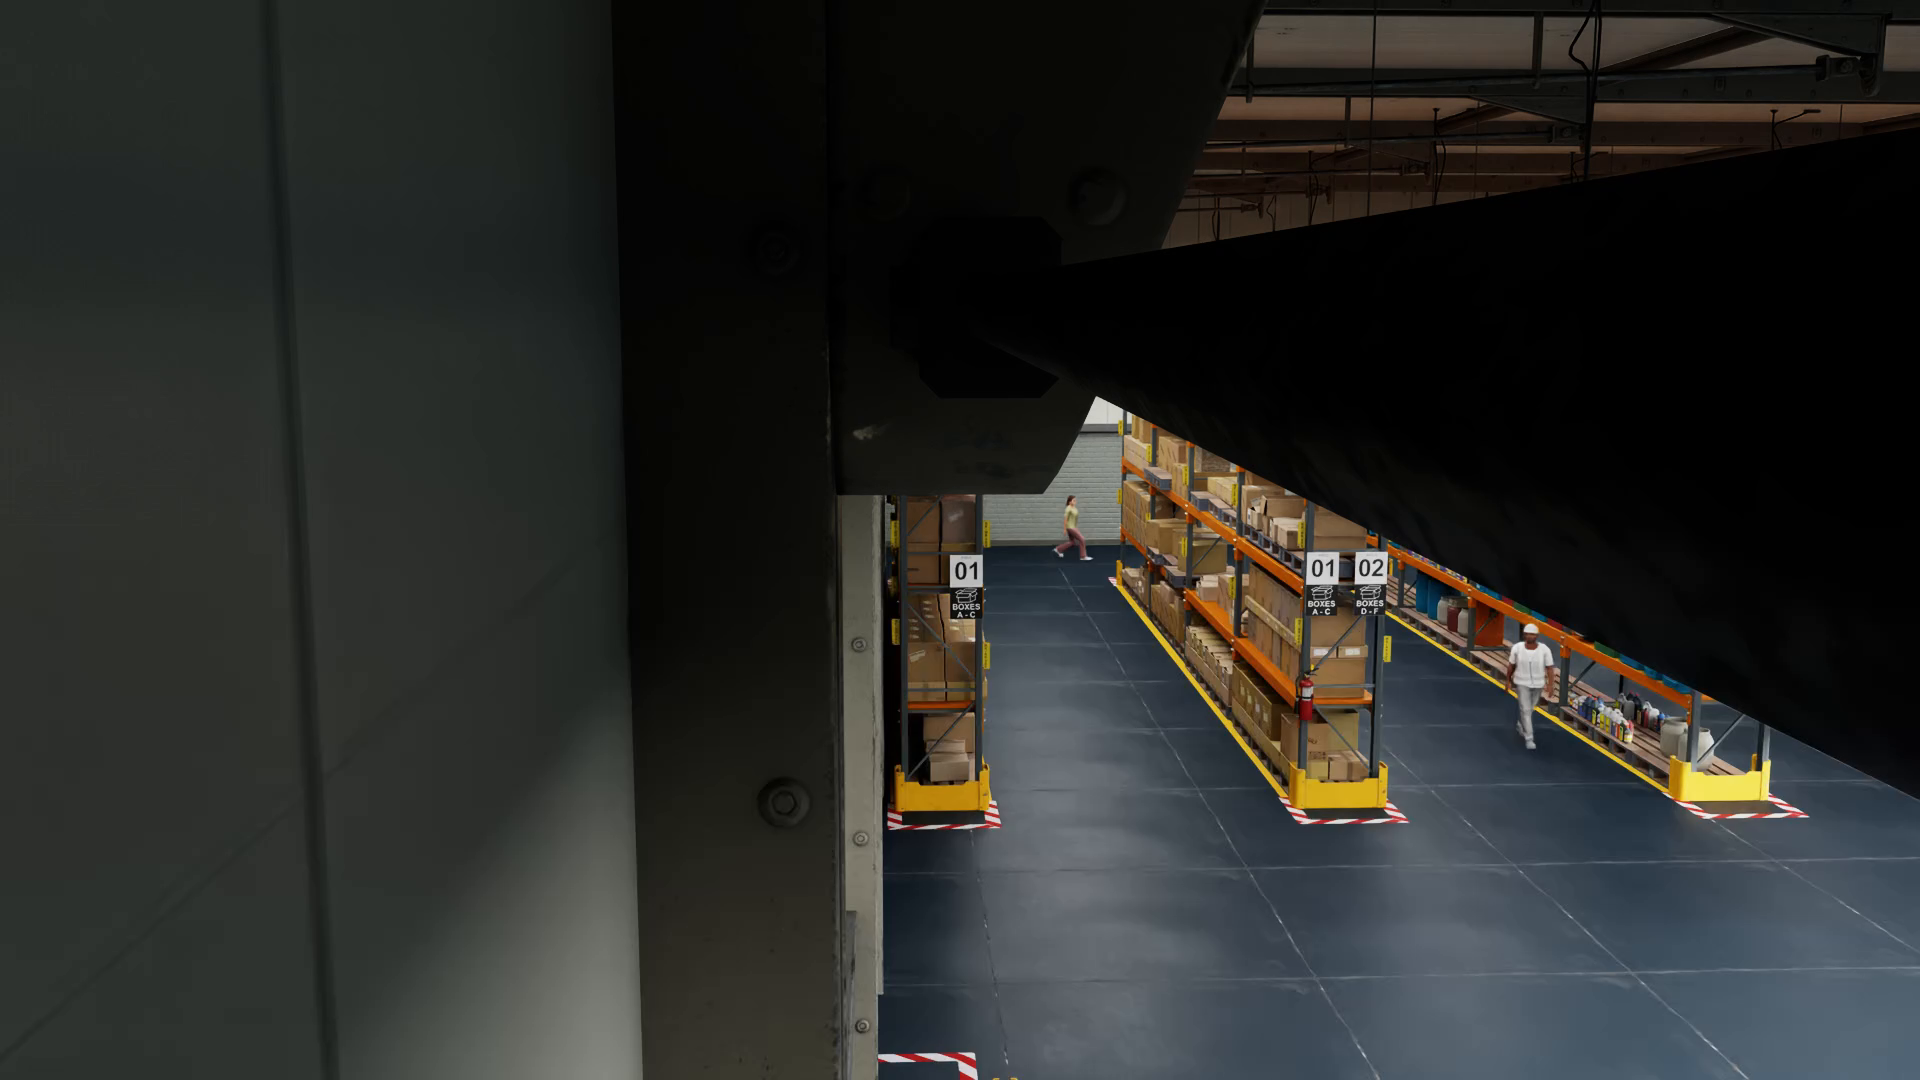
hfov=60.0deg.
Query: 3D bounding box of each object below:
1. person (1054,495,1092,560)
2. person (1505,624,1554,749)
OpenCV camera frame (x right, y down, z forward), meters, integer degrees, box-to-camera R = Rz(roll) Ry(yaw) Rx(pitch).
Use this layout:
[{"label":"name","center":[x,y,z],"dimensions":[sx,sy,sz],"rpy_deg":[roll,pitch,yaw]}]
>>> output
[{"label":"person","center":[2.691,-0.305,39.759],"dimensions":[0.986,1.558,0.439],"rpy_deg":[4,9,23]},{"label":"person","center":[8.054,2.030,23.424],"dimensions":[0.568,1.707,1.085],"rpy_deg":[0,8,0]}]
